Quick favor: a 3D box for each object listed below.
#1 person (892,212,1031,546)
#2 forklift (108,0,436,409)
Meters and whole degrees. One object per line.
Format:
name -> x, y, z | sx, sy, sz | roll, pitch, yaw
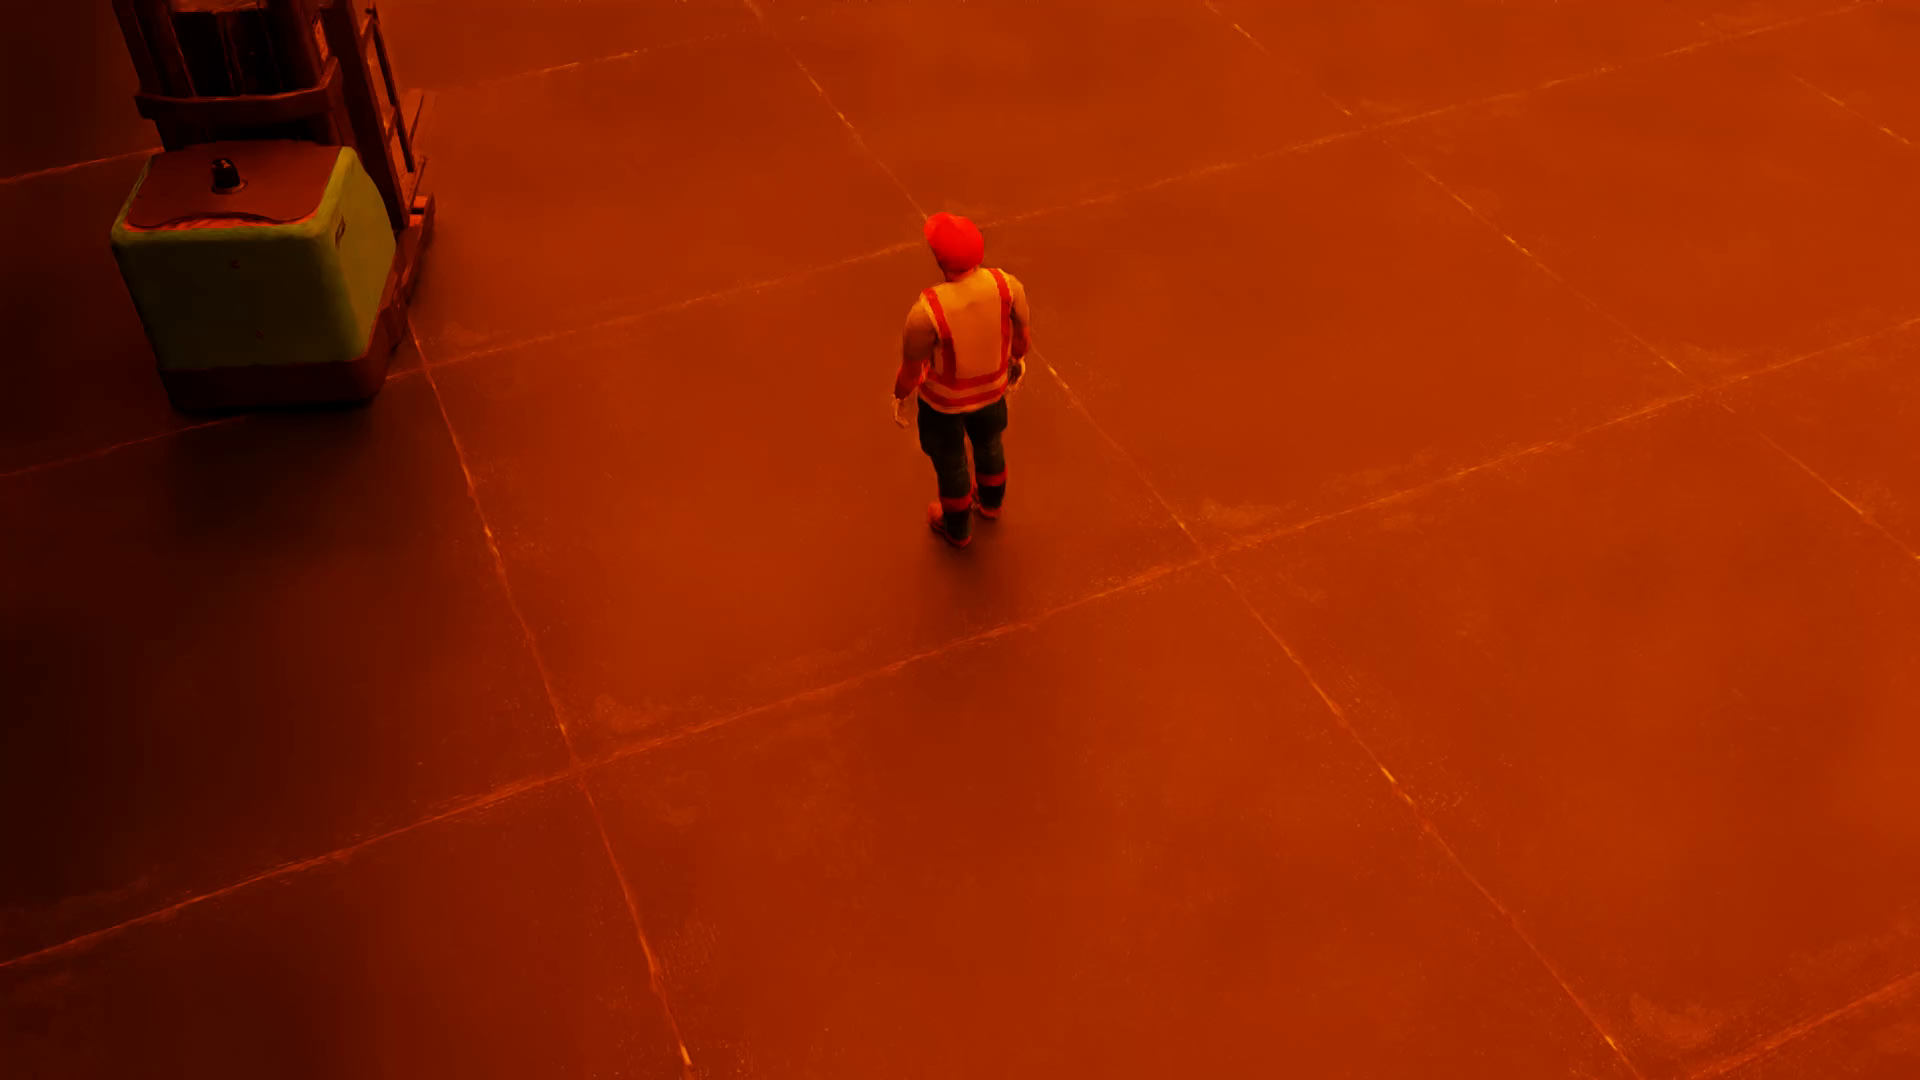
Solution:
person -> -0.024, -0.712, 7.270 | 0.637, 1.787, 0.563 | -18, 46, -18
forklift -> -3.632, -2.738, 8.614 | 1.130, 2.935, 3.031 | -3, 43, -4
